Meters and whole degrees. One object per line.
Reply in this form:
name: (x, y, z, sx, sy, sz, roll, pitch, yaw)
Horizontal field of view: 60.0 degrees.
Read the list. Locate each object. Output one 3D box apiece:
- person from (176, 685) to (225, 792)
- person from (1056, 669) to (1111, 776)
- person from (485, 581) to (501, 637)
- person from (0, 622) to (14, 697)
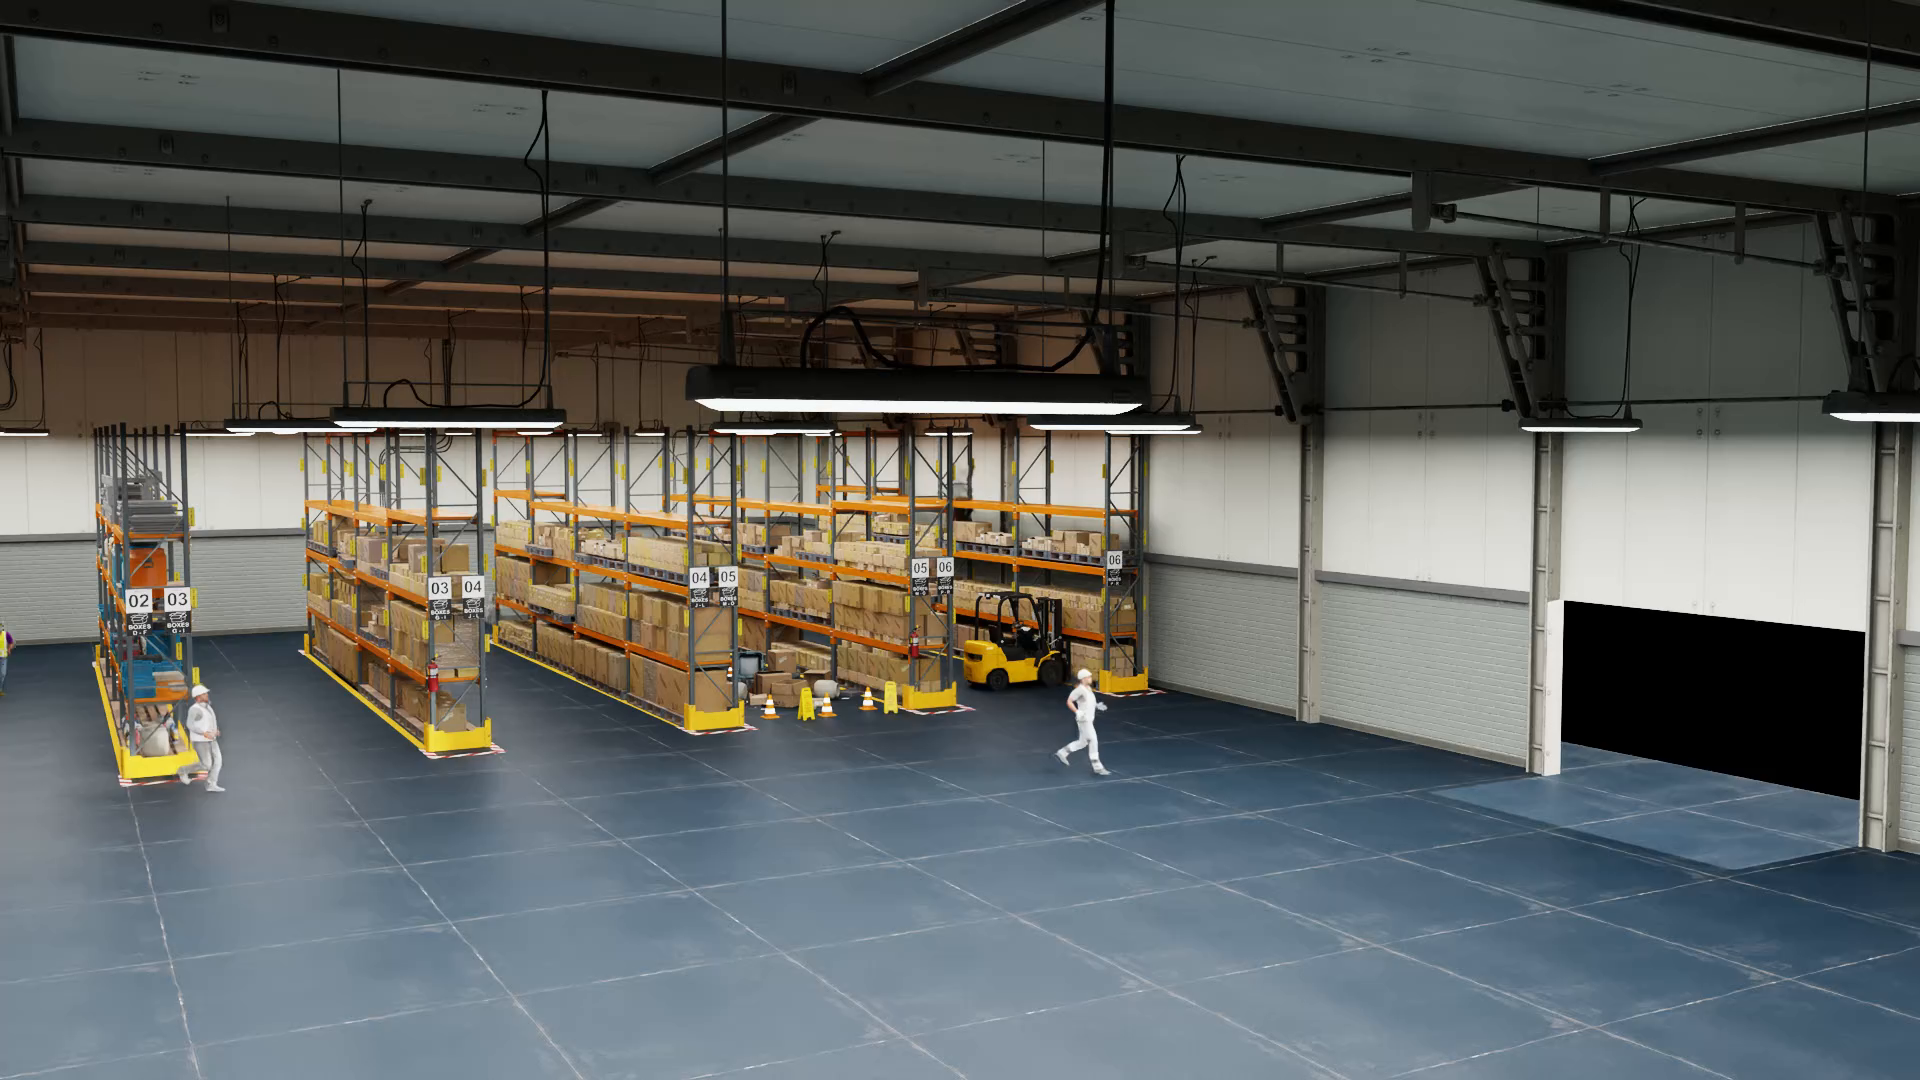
person: (-12.311, 3.227, 26.970, 0.744, 1.745, 0.673, 0, 3, 2)
person: (2.111, 3.103, 28.435, 0.983, 1.792, 0.656, 1, 4, 16)
person: (-13.445, 2.002, 47.943, 0.517, 1.642, 0.618, -3, 4, -40)
person: (-21.503, 2.621, 37.141, 0.701, 1.726, 0.616, -3, 5, -41)
